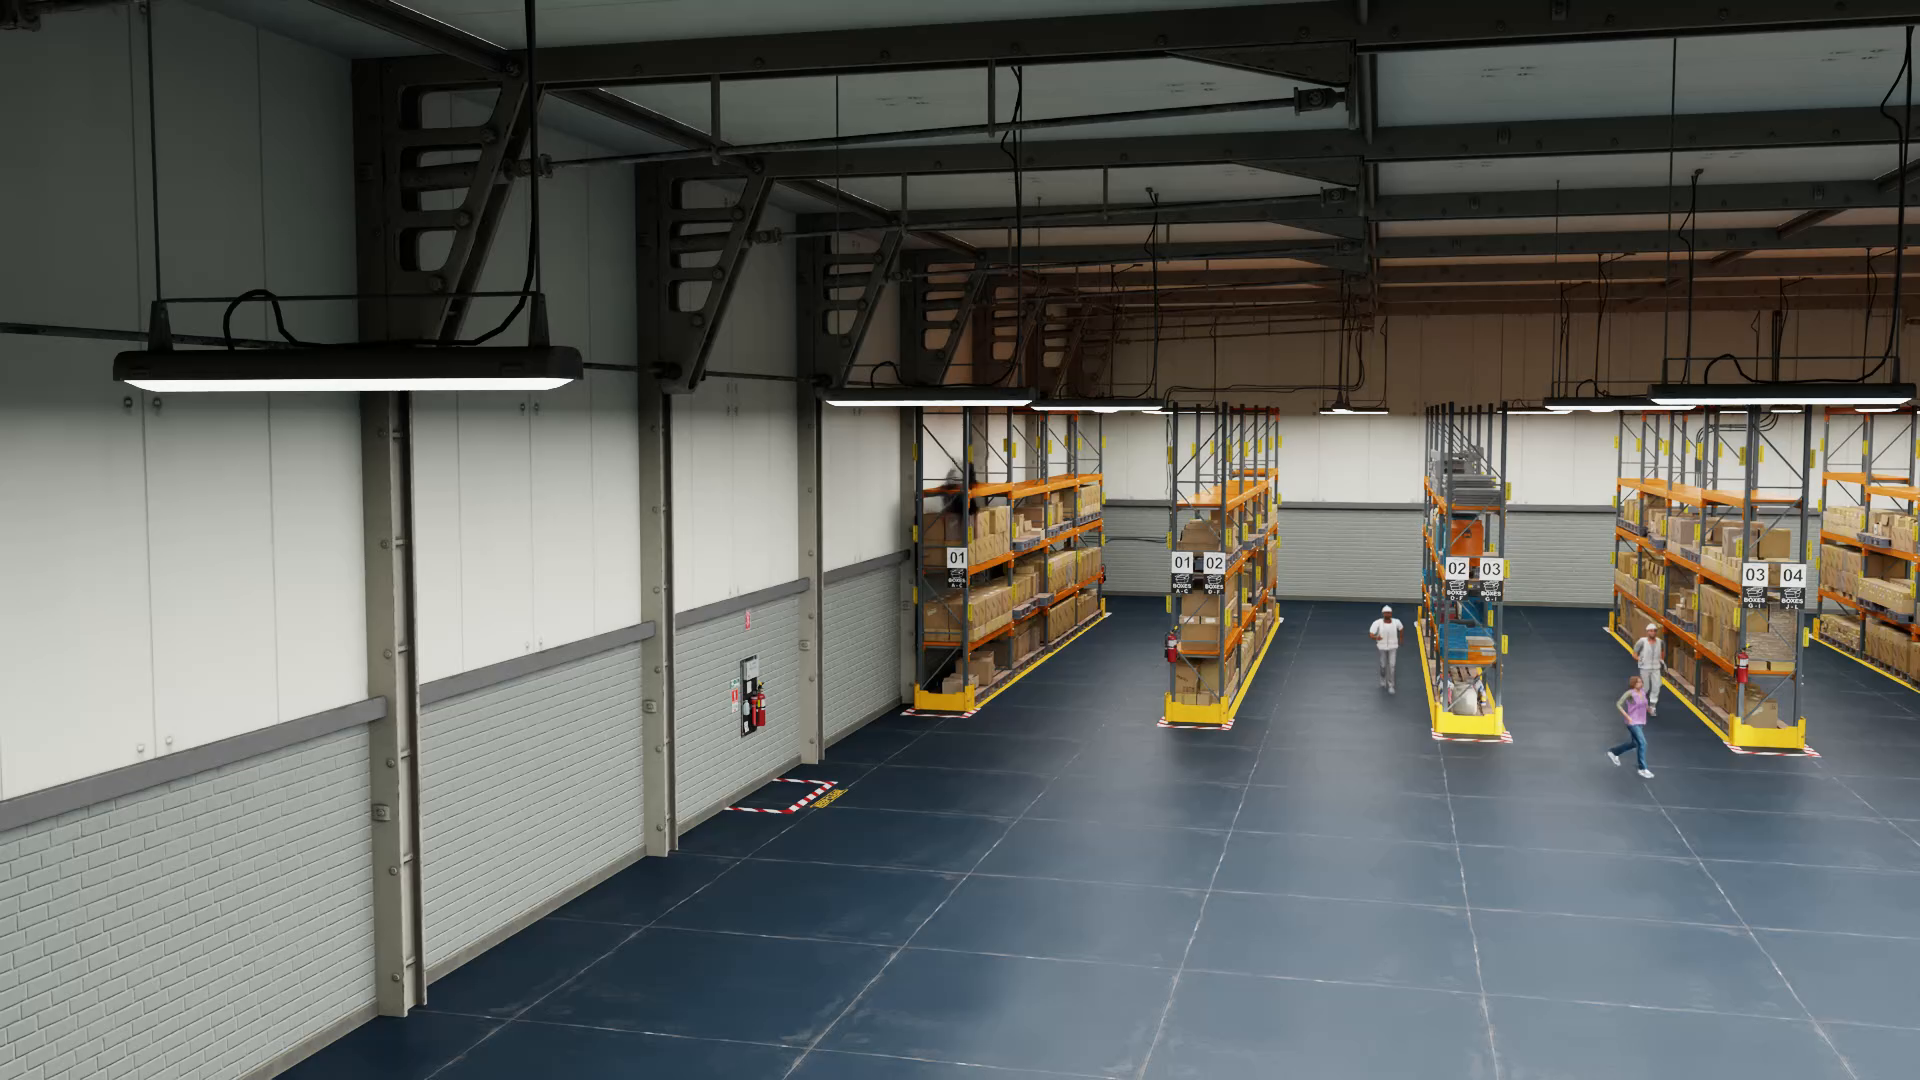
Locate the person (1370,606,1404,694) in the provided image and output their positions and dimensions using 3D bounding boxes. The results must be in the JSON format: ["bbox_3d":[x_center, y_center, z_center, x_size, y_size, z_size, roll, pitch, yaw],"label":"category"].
[{"bbox_3d":[8.877,2.250,34.598,0.701,1.758,0.991,1,4,12],"label":"person"}]

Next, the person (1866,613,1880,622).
[{"bbox_3d":[24.119,1.641,44.086,0.551,1.650,0.612,1,4,15],"label":"person"}]

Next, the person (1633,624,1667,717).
[{"bbox_3d":[13.278,2.477,32.047,0.643,1.758,0.873,0,4,4],"label":"person"}]

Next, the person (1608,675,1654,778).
[{"bbox_3d":[10.799,2.959,26.690,0.528,1.604,0.802,-3,5,-37],"label":"person"}]
